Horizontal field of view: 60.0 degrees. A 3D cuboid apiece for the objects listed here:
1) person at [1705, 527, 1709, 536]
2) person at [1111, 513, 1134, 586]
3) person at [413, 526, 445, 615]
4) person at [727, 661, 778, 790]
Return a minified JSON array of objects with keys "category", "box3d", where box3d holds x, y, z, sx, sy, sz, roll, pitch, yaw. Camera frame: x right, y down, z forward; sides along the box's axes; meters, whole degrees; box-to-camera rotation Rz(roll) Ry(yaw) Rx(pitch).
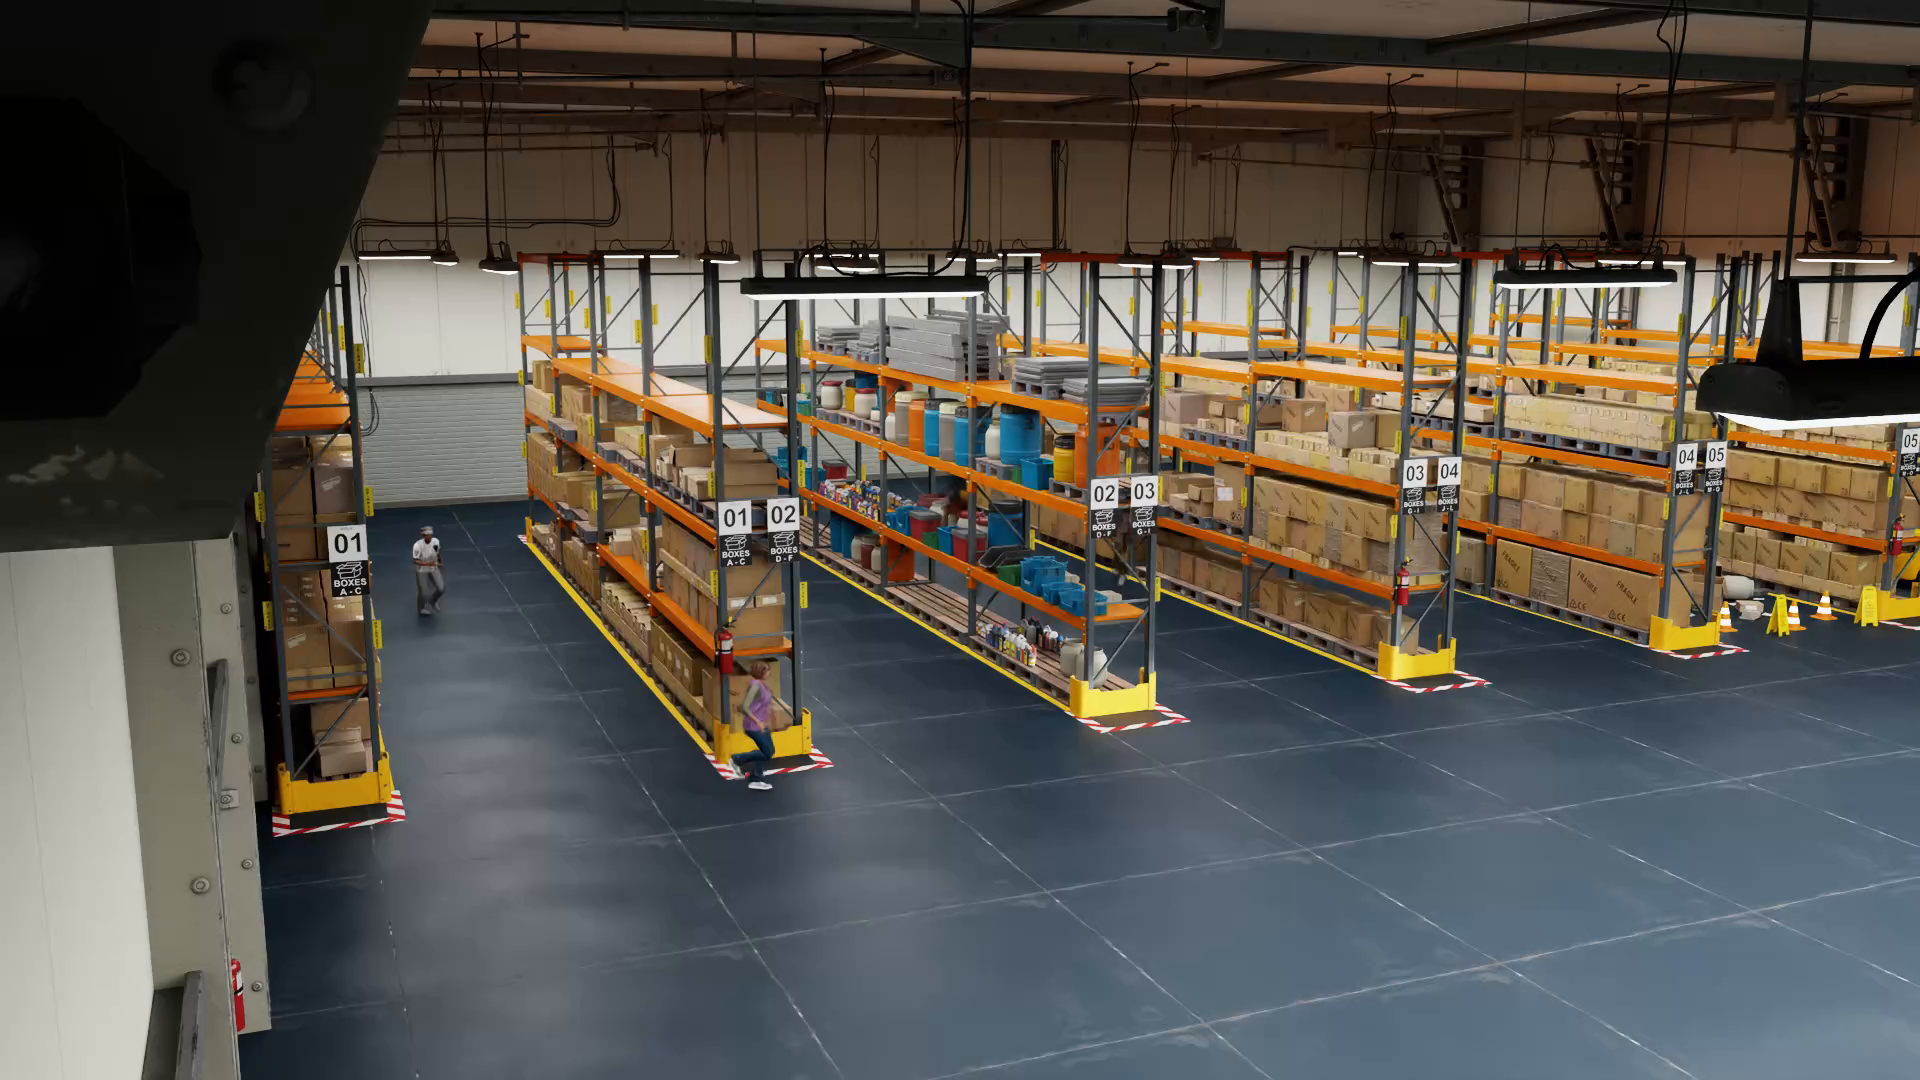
[{"category":"person","box3d":[15.232,-0.569,33.341,0.703,1.728,0.606,-5,12,-26]},{"category":"person","box3d":[2.930,-0.140,29.524,0.662,1.814,0.958,-1,10,-5]},{"category":"person","box3d":[-8.900,0.510,27.879,0.583,1.574,0.825,-9,13,-39]},{"category":"person","box3d":[-2.403,2.135,19.180,0.563,1.532,0.548,1,10,4]}]
